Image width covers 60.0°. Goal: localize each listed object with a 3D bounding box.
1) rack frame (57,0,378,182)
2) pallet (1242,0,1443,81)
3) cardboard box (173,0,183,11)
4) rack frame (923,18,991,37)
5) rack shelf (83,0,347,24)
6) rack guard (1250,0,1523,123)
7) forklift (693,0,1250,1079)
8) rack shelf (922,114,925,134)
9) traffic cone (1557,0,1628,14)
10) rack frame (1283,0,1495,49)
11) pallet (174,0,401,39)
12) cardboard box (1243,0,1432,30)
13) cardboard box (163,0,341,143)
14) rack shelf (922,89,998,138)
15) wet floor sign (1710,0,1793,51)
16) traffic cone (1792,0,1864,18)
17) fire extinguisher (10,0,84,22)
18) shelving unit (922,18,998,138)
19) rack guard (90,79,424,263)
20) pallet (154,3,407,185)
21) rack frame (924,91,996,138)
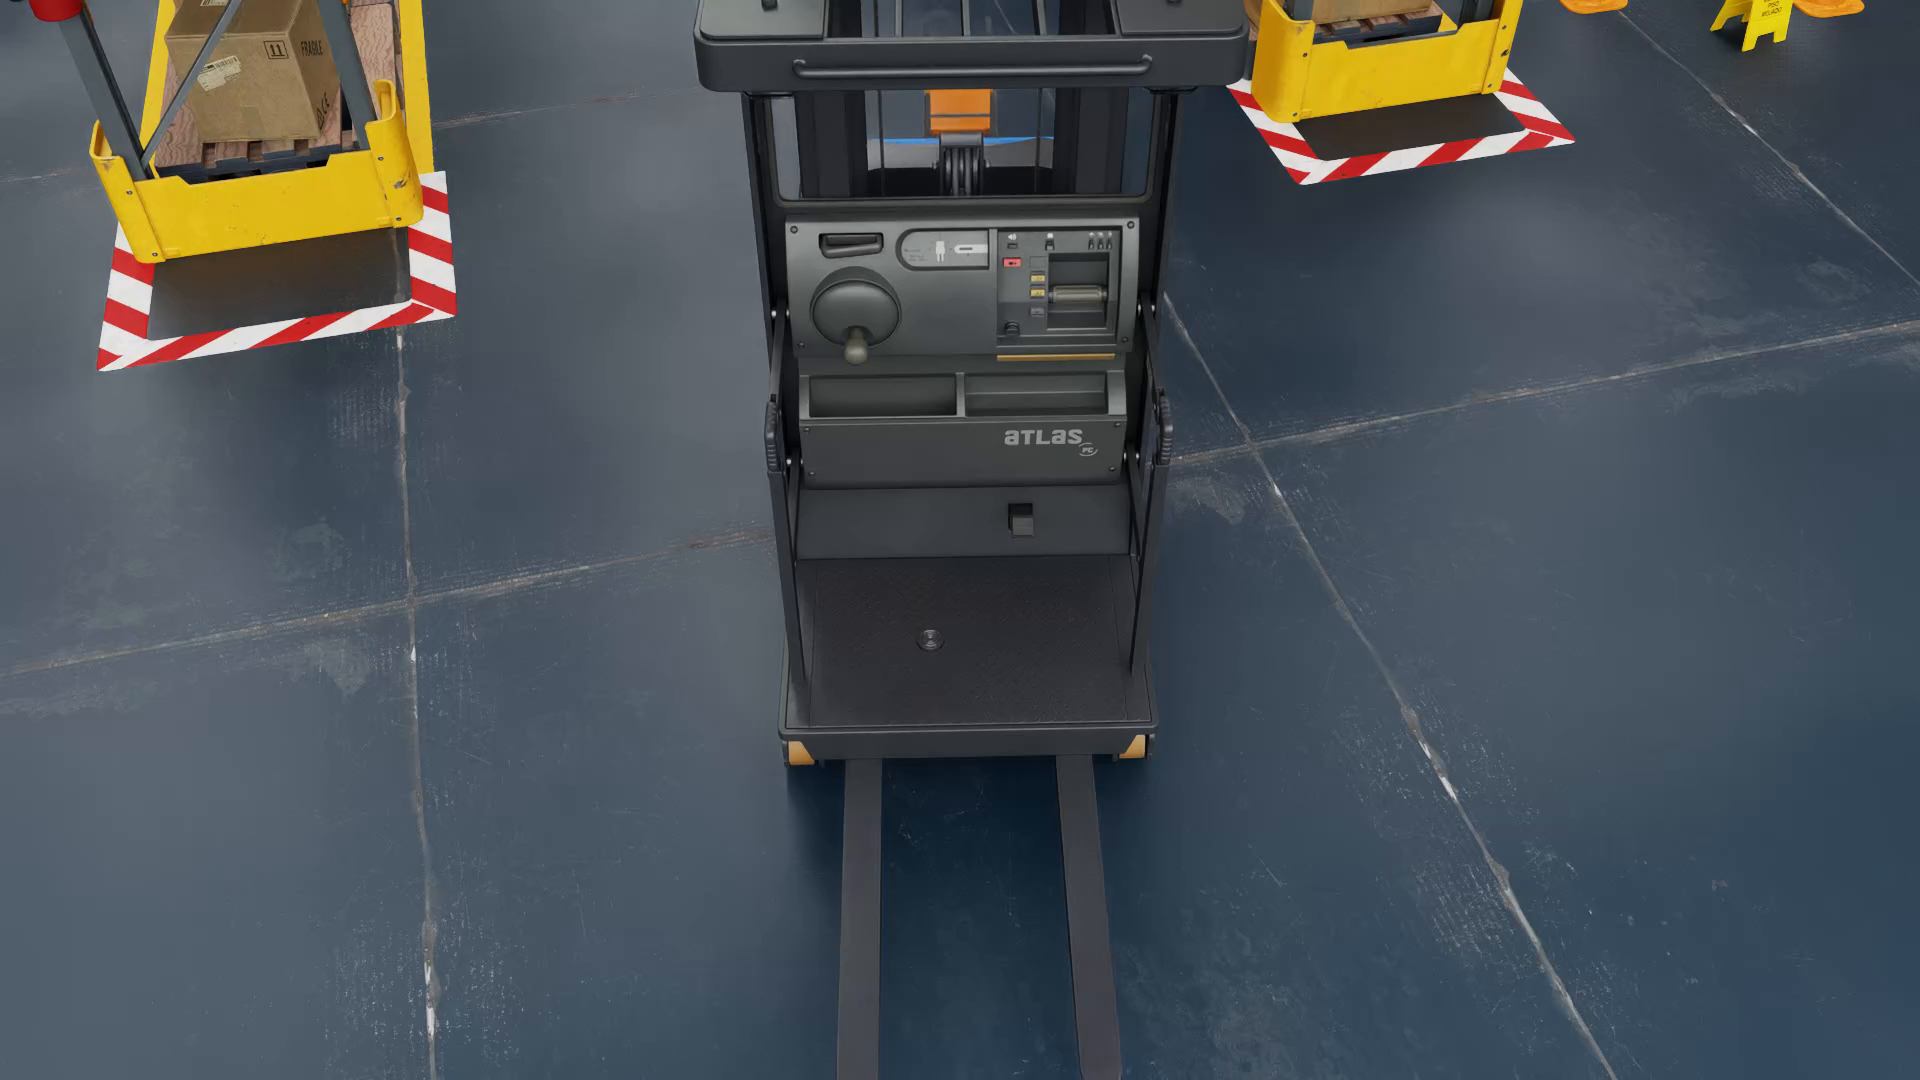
[{"bbox_3d":[-2.868,-2.355,5.958,1.000,3.000,0.127,-11,47,-10],"label":"rack frame"},{"bbox_3d":[1.672,-2.754,8.301,1.003,0.211,1.213,-11,47,-10],"label":"pallet"},{"bbox_3d":[-3.198,-2.468,7.524,0.500,0.500,0.500,0,46,0],"label":"cardboard box"},{"bbox_3d":[-0.010,-1.416,6.297,0.240,1.200,0.015,-1,46,-1],"label":"rack frame"},{"bbox_3d":[-3.380,-3.484,7.568,1.077,0.370,4.000,-11,47,-10],"label":"rack shelf"},{"bbox_3d":[1.958,-2.300,7.654,1.175,0.500,0.348,-11,47,-10],"label":"rack guard"},{"bbox_3d":[0.015,-0.576,4.262,1.130,2.935,3.031,-1,46,-1],"label":"forklift"},{"bbox_3d":[-0.005,-1.351,6.015,0.258,0.148,0.480,-1,46,-1],"label":"rack shelf"},{"bbox_3d":[3.189,-2.930,8.298,0.336,0.463,0.334,-11,47,-10],"label":"traffic cone"},{"bbox_3d":[1.952,-3.192,6.778,1.000,3.000,0.127,-11,47,-10],"label":"rack frame"},{"bbox_3d":[-3.370,-2.839,8.385,1.003,0.211,1.213,-11,47,-10],"label":"pallet"},{"bbox_3d":[1.715,-3.051,7.834,0.875,0.875,0.875,-10,47,-10],"label":"cardboard box"},{"bbox_3d":[-3.012,-2.061,7.126,0.500,0.500,0.500,-3,46,-3],"label":"cardboard box"},{"bbox_3d":[-0.005,-1.516,5.846,0.258,0.148,0.480,-1,46,-1],"label":"rack shelf"},{"bbox_3d":[3.874,-2.710,7.954,0.267,0.644,0.232,-18,48,-17],"label":"wet floor sign"},{"bbox_3d":[4.368,-2.902,8.270,0.336,0.463,0.334,-11,47,-10],"label":"traffic cone"},{"bbox_3d":[-3.284,-2.165,5.825,0.296,0.674,0.183,-11,47,-10],"label":"fire extinguisher"},{"bbox_3d":[-0.005,-1.241,6.126,0.258,1.200,0.503,-1,46,-1],"label":"shelving unit"},{"bbox_3d":[-2.888,-1.532,6.902,1.175,0.500,0.348,-11,47,-10],"label":"rack guard"},{"bbox_3d":[-3.062,-1.999,7.561,1.003,0.211,1.213,-11,47,-10],"label":"pallet"},{"bbox_3d":[0.001,-1.067,5.956,0.240,1.200,0.015,-1,46,-1],"label":"rack frame"}]
